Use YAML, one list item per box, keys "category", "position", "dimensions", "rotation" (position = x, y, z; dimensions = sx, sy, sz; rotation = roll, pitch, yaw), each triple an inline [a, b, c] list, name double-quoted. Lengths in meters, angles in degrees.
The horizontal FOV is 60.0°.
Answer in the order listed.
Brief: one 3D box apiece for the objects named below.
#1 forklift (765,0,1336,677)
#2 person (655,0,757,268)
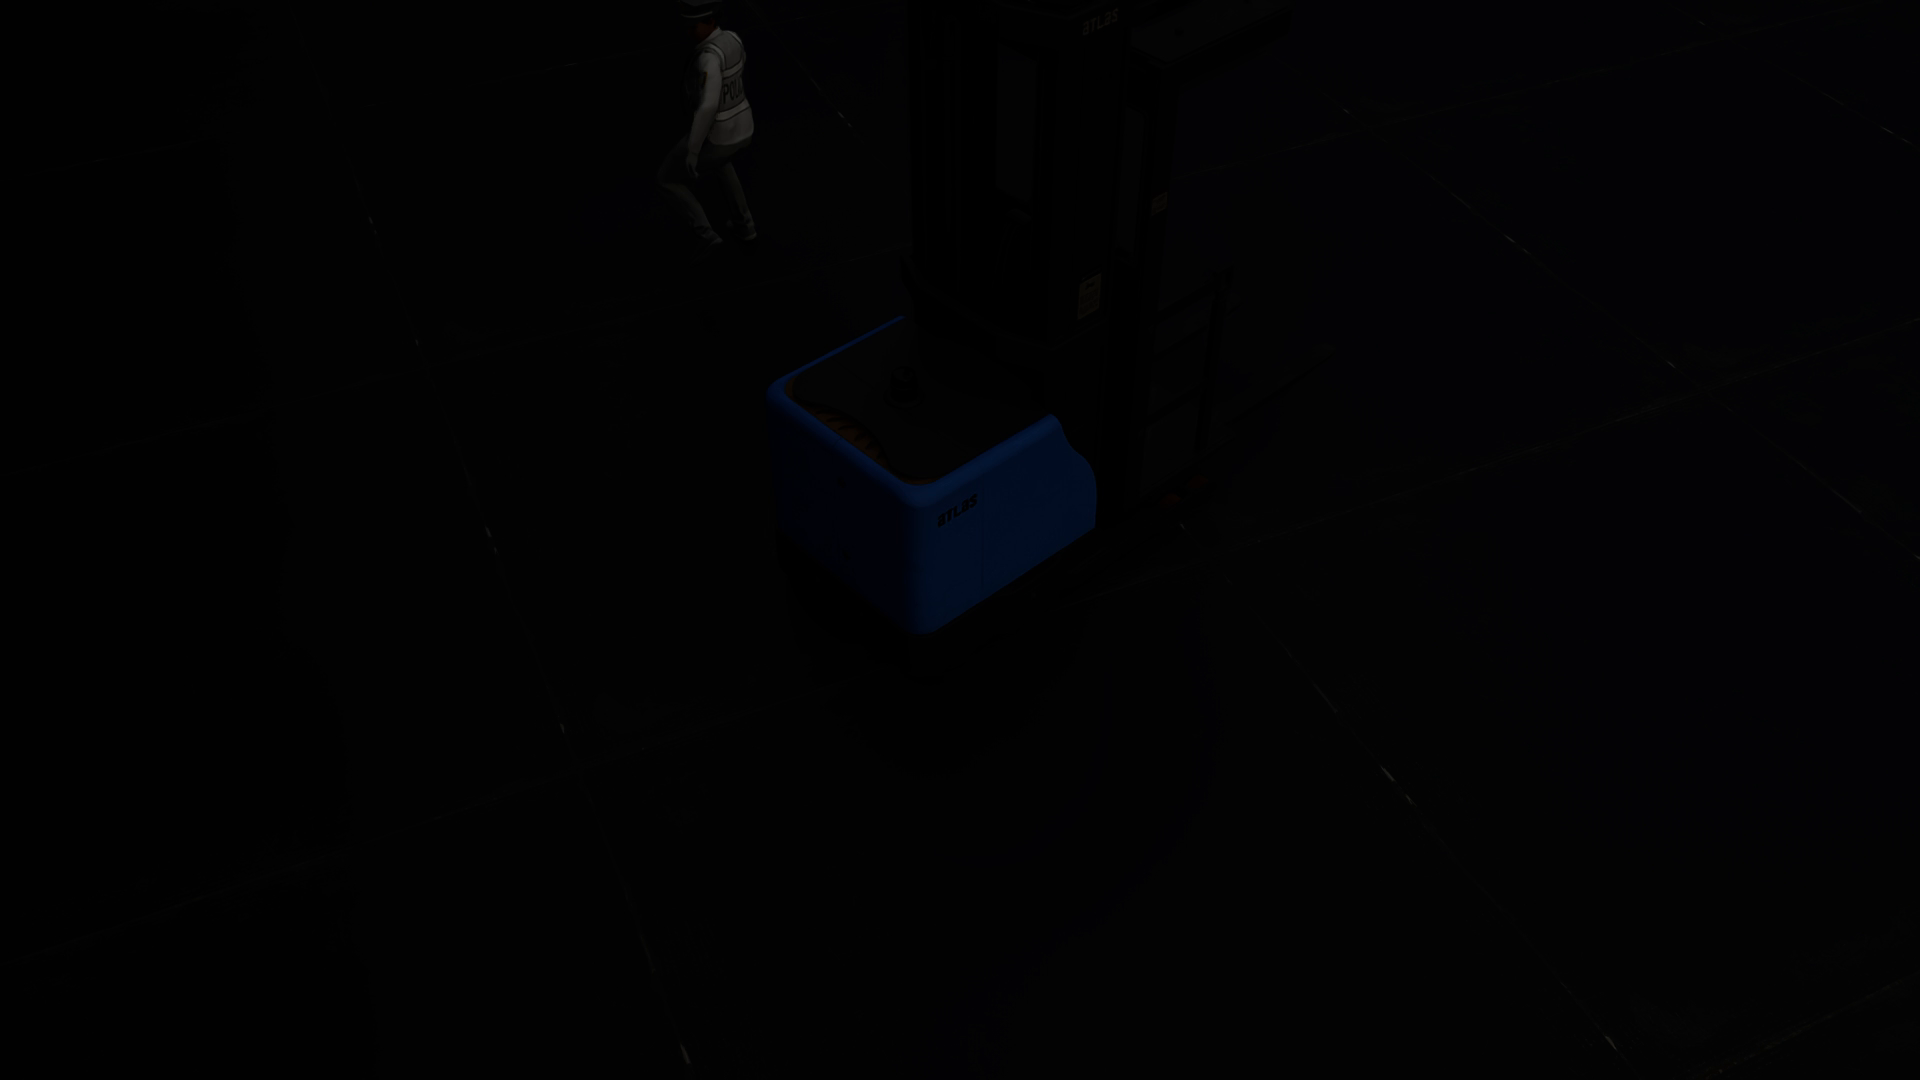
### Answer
- category: "forklift"
  position: [0.595, -1.365, 7.143]
  dimensions: [3.031, 2.935, 1.130]
  rotation: [-32, 52, -30]
- category: "person"
  position: [-1.372, -2.239, 9.111]
  dimensions: [0.516, 1.561, 0.804]
  rotation: [22, 47, 22]
